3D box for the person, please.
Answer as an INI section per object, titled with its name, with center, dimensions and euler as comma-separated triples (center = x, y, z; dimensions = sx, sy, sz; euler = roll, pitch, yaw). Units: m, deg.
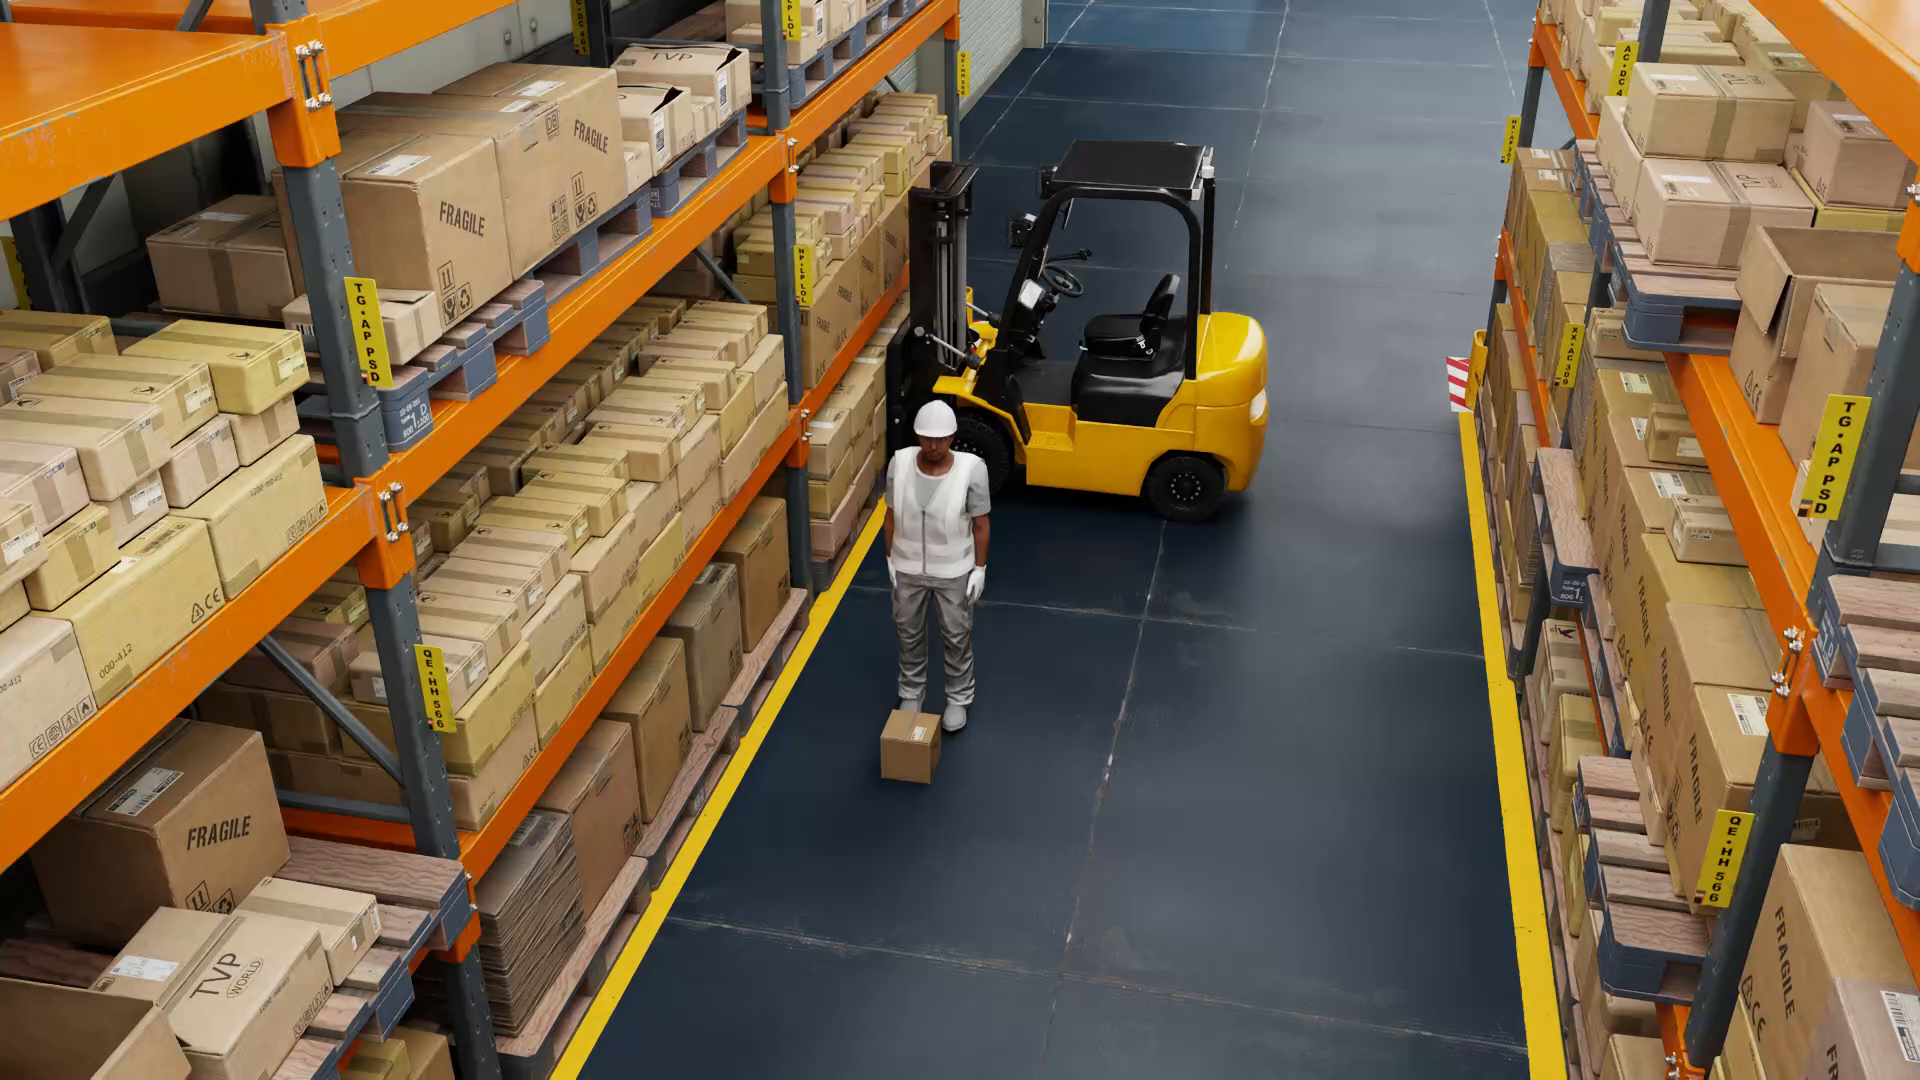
[person]
center = -0.121, 0.142, 8.363
dimensions = 0.545, 1.803, 0.350
euler = 7, 29, 12
